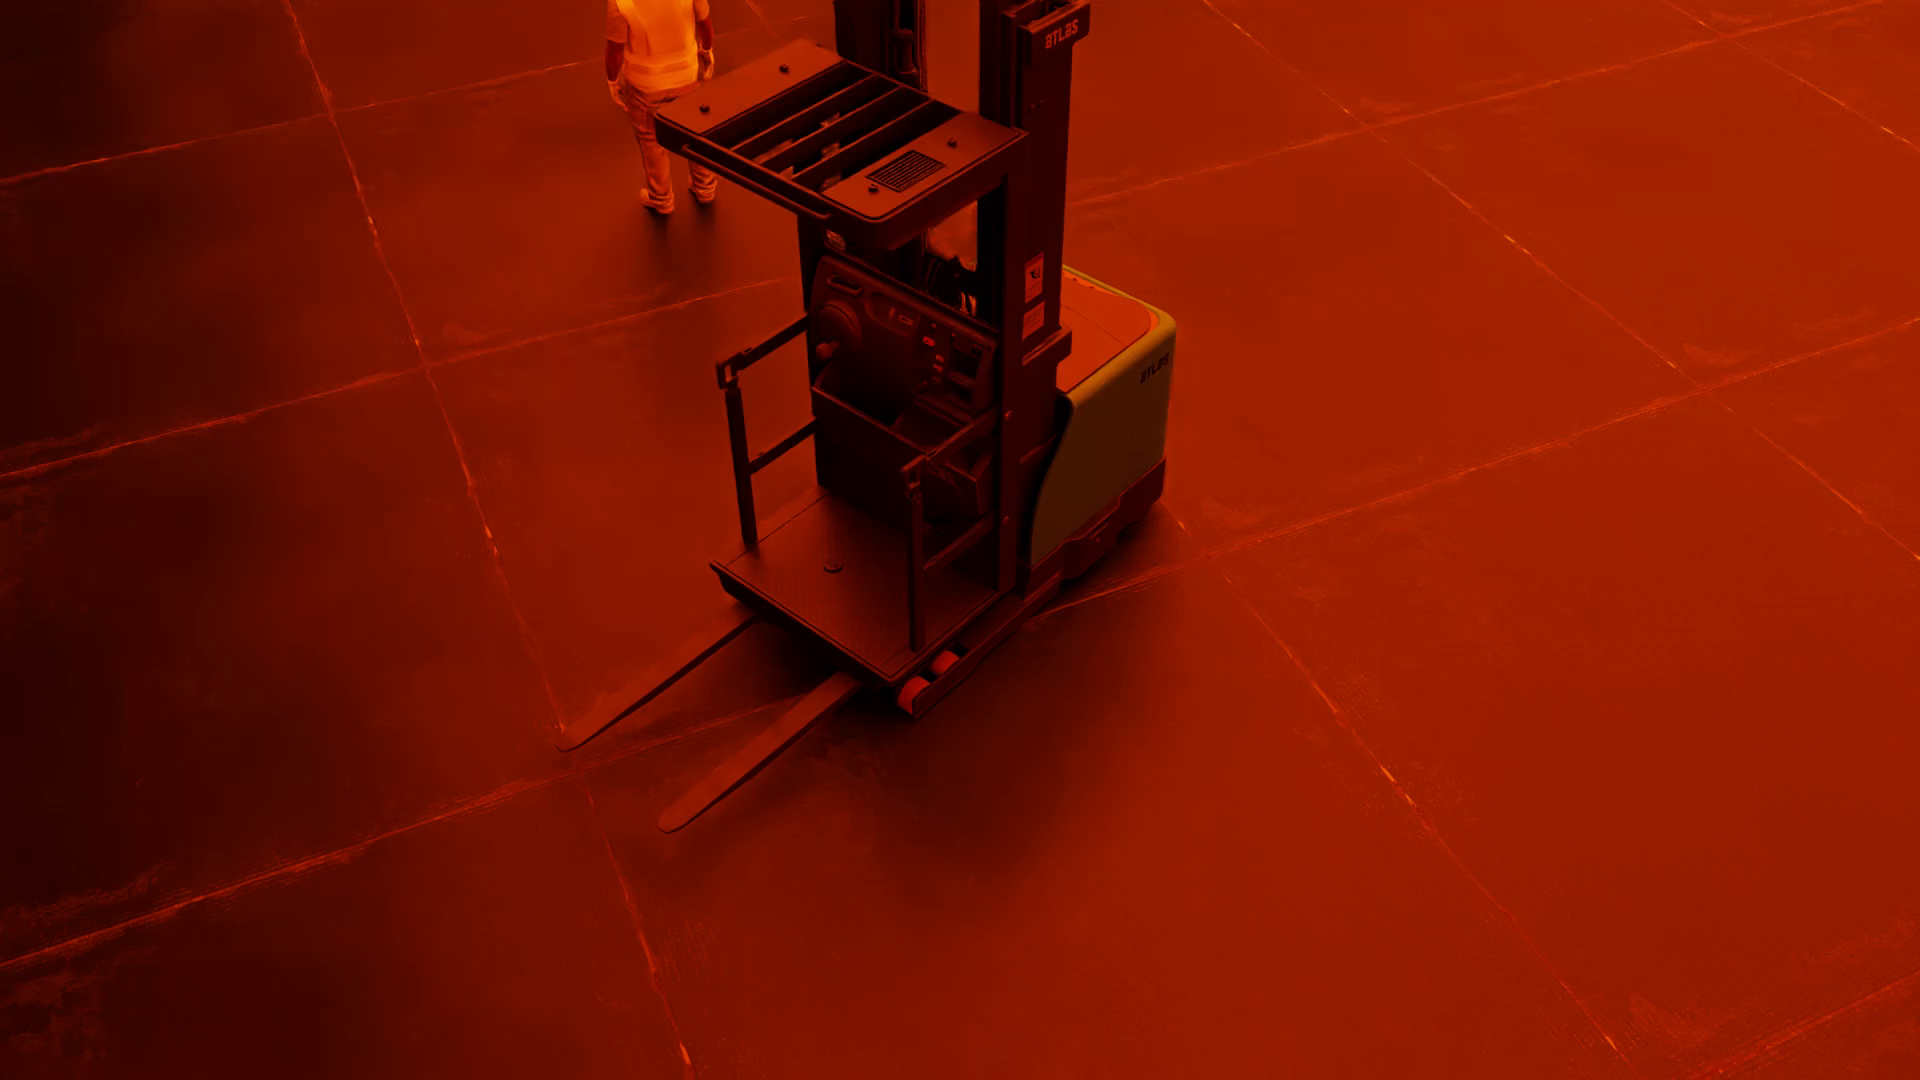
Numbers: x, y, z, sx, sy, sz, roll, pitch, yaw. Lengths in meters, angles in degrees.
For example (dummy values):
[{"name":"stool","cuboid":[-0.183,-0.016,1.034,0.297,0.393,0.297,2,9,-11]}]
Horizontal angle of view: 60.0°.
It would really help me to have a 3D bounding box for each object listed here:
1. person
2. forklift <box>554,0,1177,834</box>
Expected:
[{"name":"person","cuboid":[-1.695,-2.651,9.367,0.650,1.795,0.503,-20,47,-20]},{"name":"forklift","cuboid":[-0.375,-0.722,6.454,1.130,2.935,3.031,31,51,29]}]
